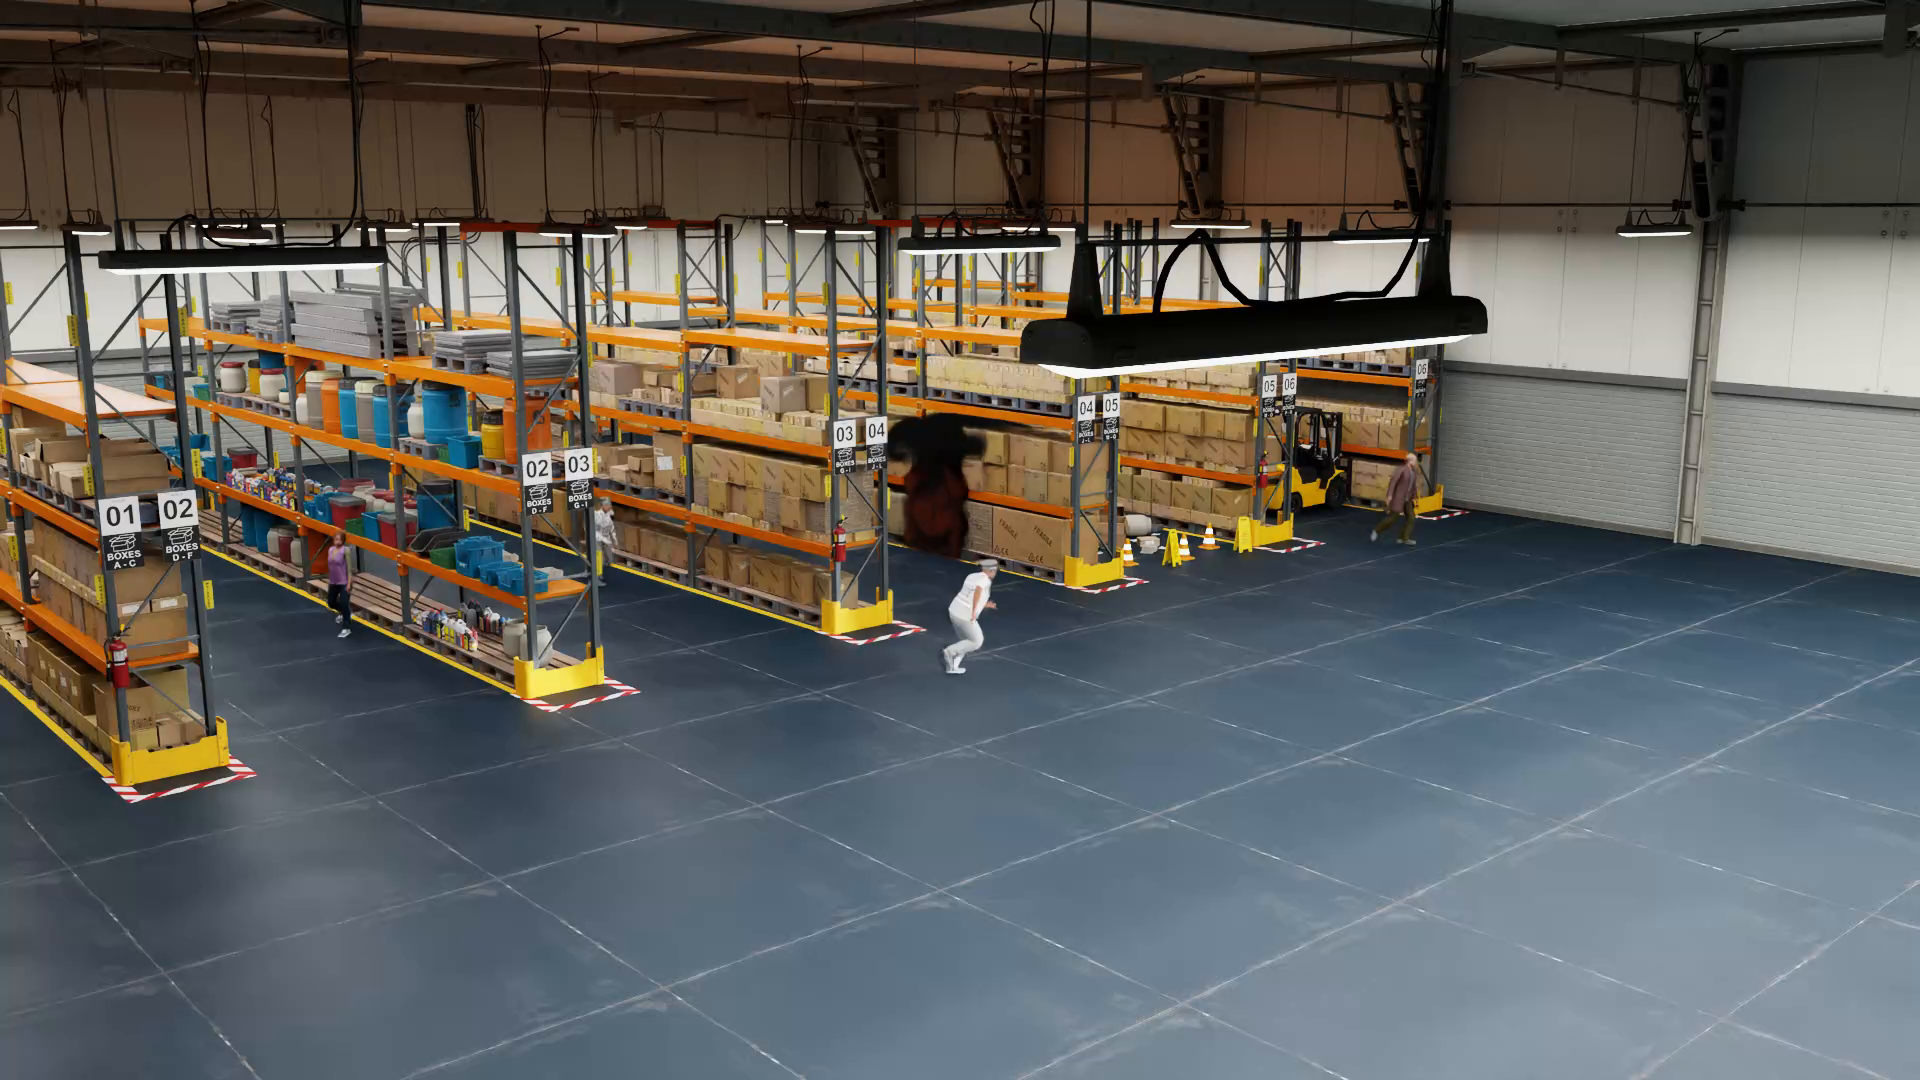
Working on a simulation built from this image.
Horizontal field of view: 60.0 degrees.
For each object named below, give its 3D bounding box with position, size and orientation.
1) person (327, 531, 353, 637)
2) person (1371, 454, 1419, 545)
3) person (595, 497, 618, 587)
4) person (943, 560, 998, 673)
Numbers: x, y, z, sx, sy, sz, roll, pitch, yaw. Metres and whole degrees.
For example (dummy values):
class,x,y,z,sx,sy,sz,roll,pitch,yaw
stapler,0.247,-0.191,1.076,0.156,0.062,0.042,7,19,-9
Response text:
class,x,y,z,sx,sy,sz,roll,pitch,yaw
person,-9.212,0.625,24.776,0.597,1.590,0.540,4,12,18
person,8.246,-0.689,31.419,0.790,1.517,0.827,-11,16,-43
person,-6.059,0.007,27.901,0.732,1.568,0.592,8,14,34
person,0.167,1.071,22.666,0.840,1.560,0.694,-4,12,-21
